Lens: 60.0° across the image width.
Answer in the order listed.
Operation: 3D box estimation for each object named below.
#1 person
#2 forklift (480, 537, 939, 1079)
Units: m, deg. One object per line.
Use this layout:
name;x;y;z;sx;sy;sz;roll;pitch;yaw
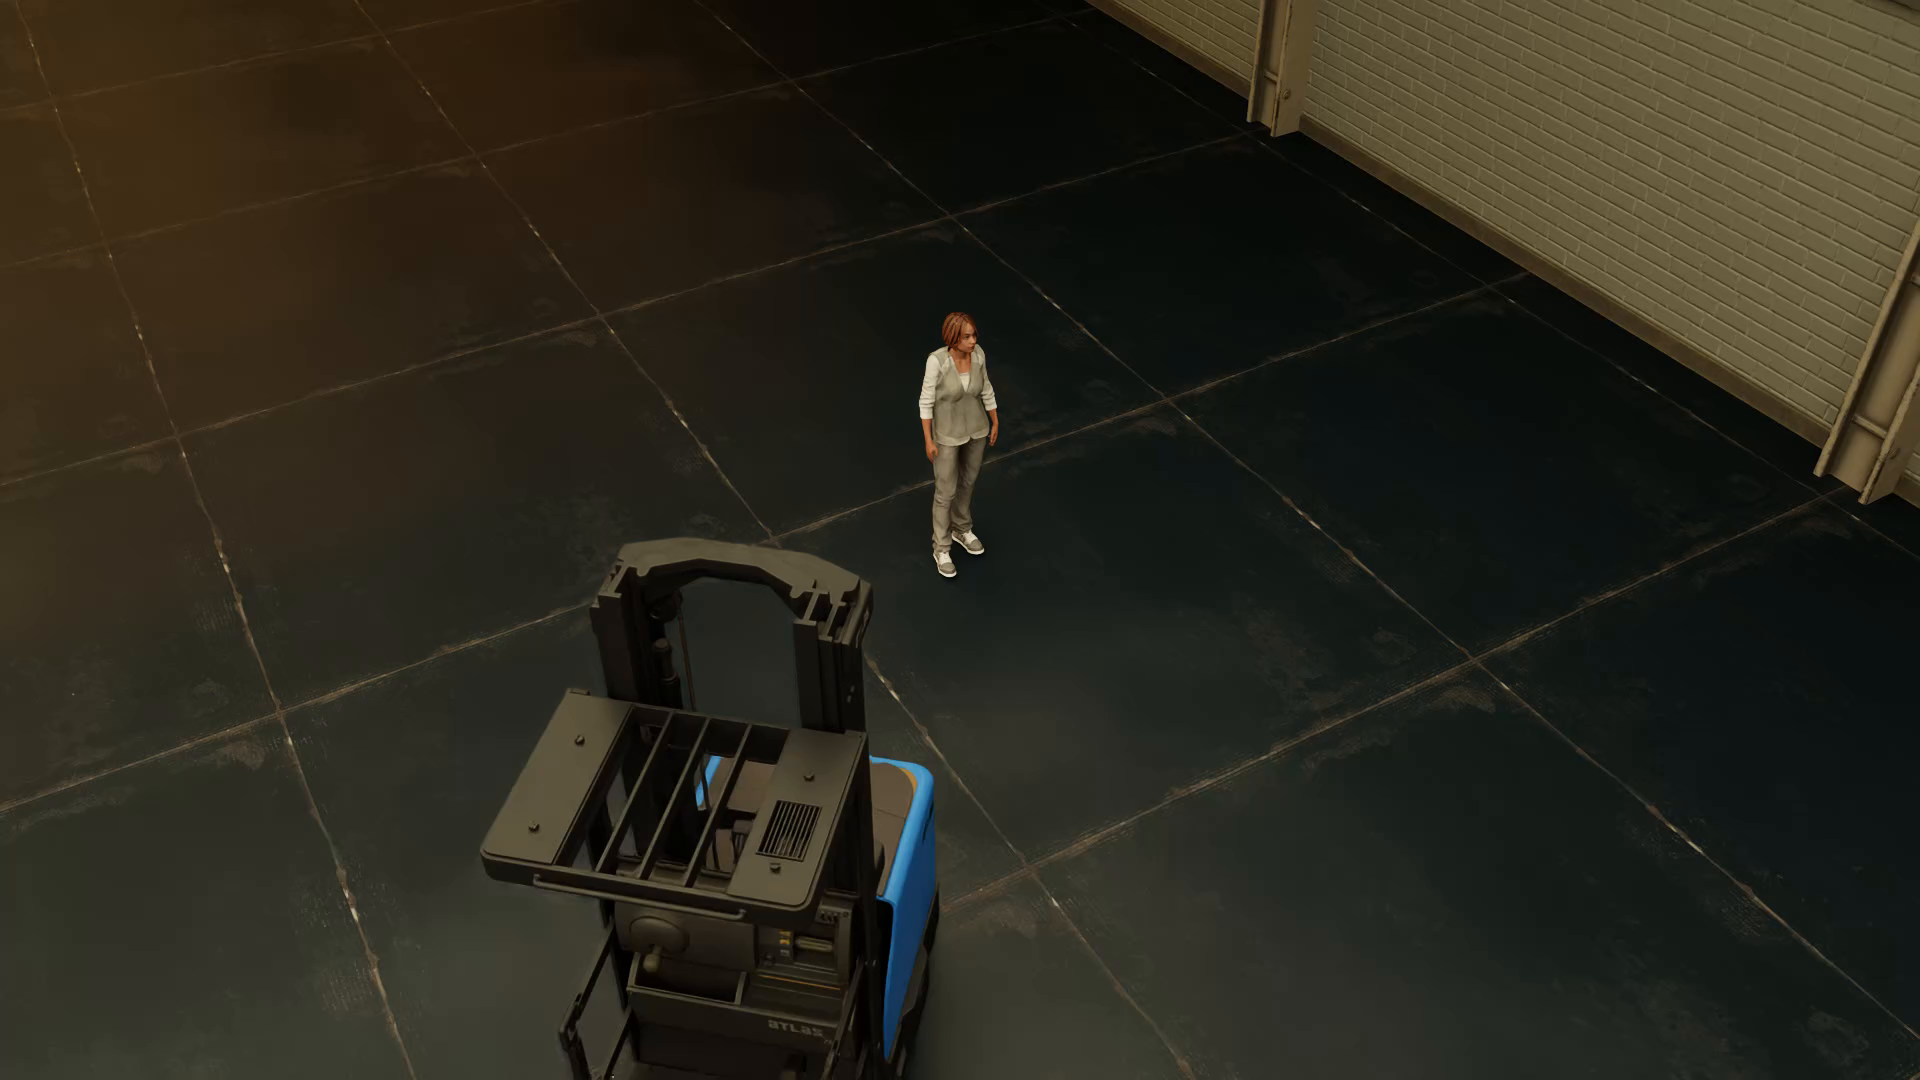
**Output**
person;0.026;-0.574;9.763;0.521;1.599;0.473;-20;44;-23
forklift;-0.904;1.565;6.149;1.130;2.935;3.031;8;40;9
